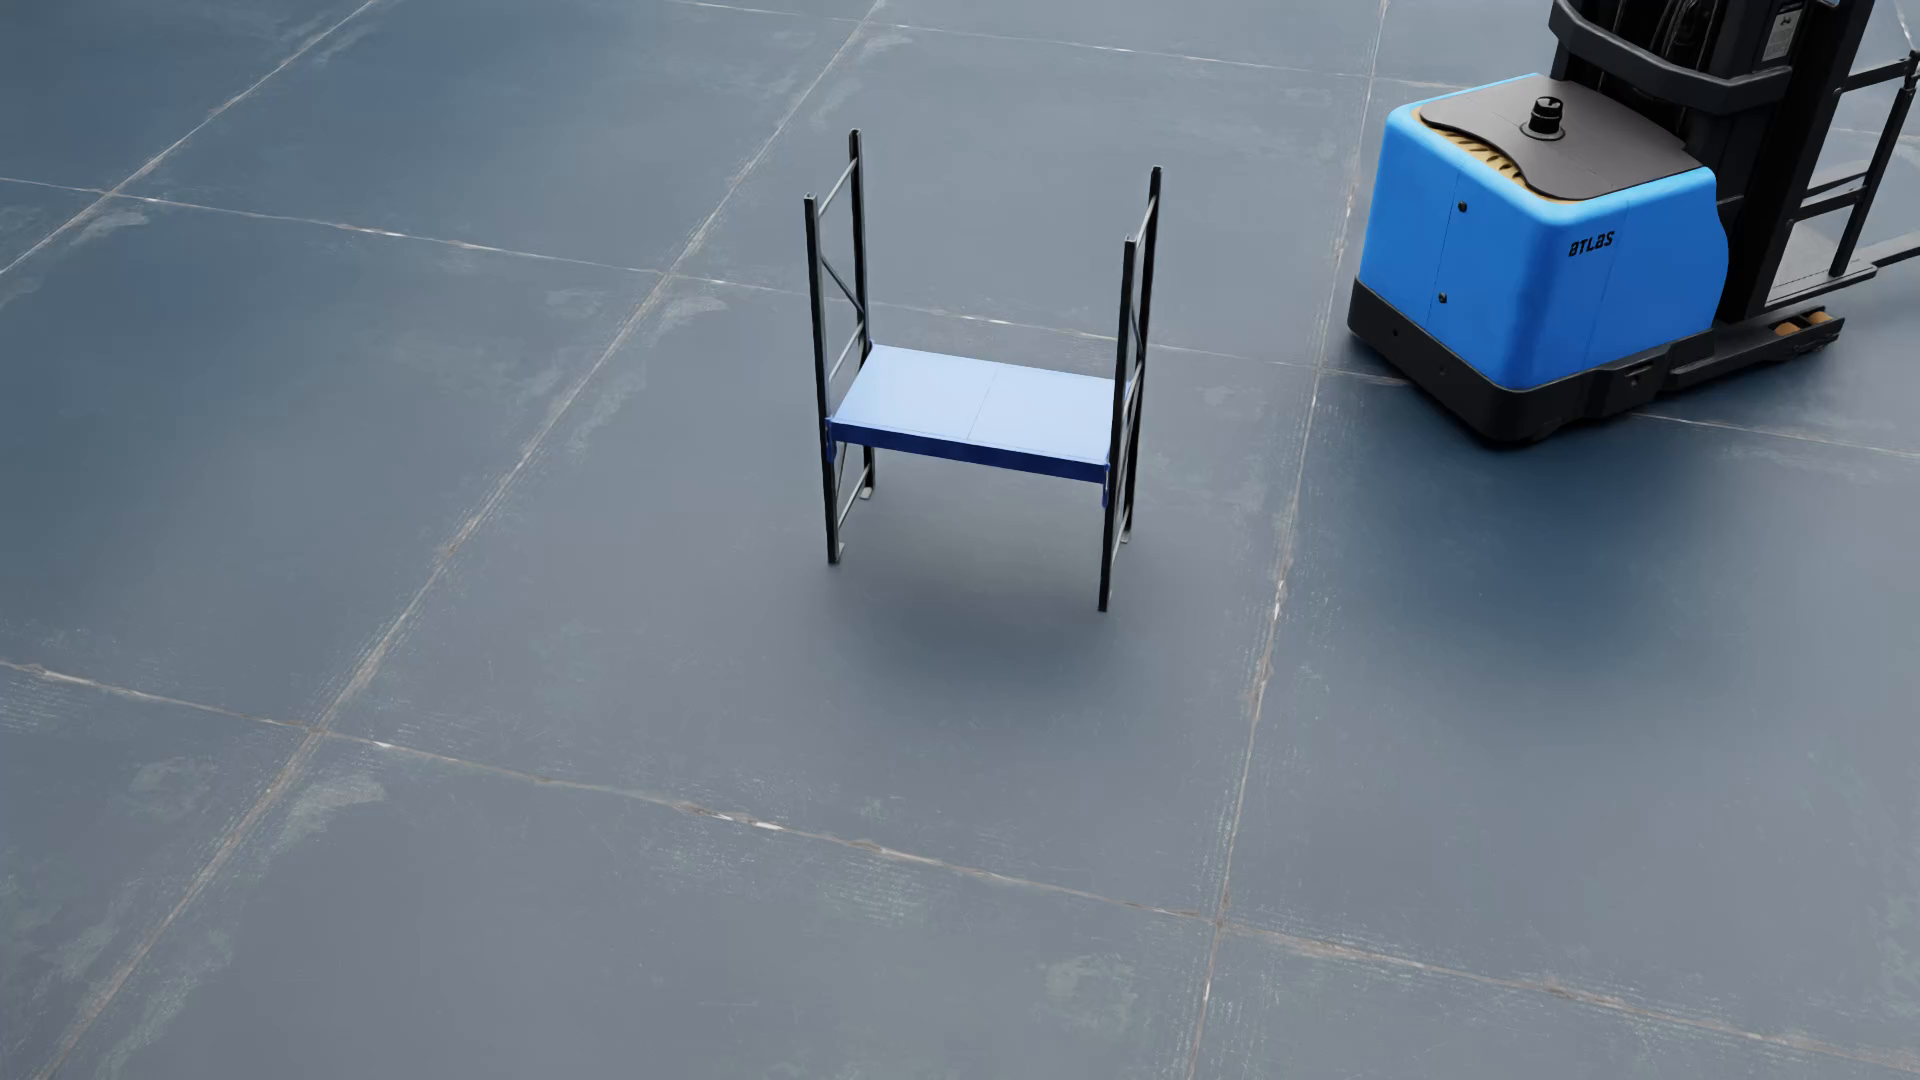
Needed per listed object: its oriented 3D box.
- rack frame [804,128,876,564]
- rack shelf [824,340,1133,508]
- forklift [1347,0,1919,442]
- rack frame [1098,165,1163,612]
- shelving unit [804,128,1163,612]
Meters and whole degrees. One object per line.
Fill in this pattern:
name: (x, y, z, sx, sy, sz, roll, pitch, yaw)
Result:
rack frame: (-0.409, -0.645, 5.851, 0.032, 1.500, 0.500, 10, 41, 11)
rack shelf: (0.082, -0.422, 5.866, 1.000, 0.185, 0.538, 10, 41, 11)
forklift: (3.241, -2.174, 6.560, 3.031, 2.935, 1.130, -18, 43, -20)
rack frame: (0.573, -0.476, 5.650, 0.032, 1.500, 0.500, 10, 41, 11)
shelving unit: (0.082, -0.560, 5.751, 1.048, 1.500, 0.538, 10, 41, 11)
